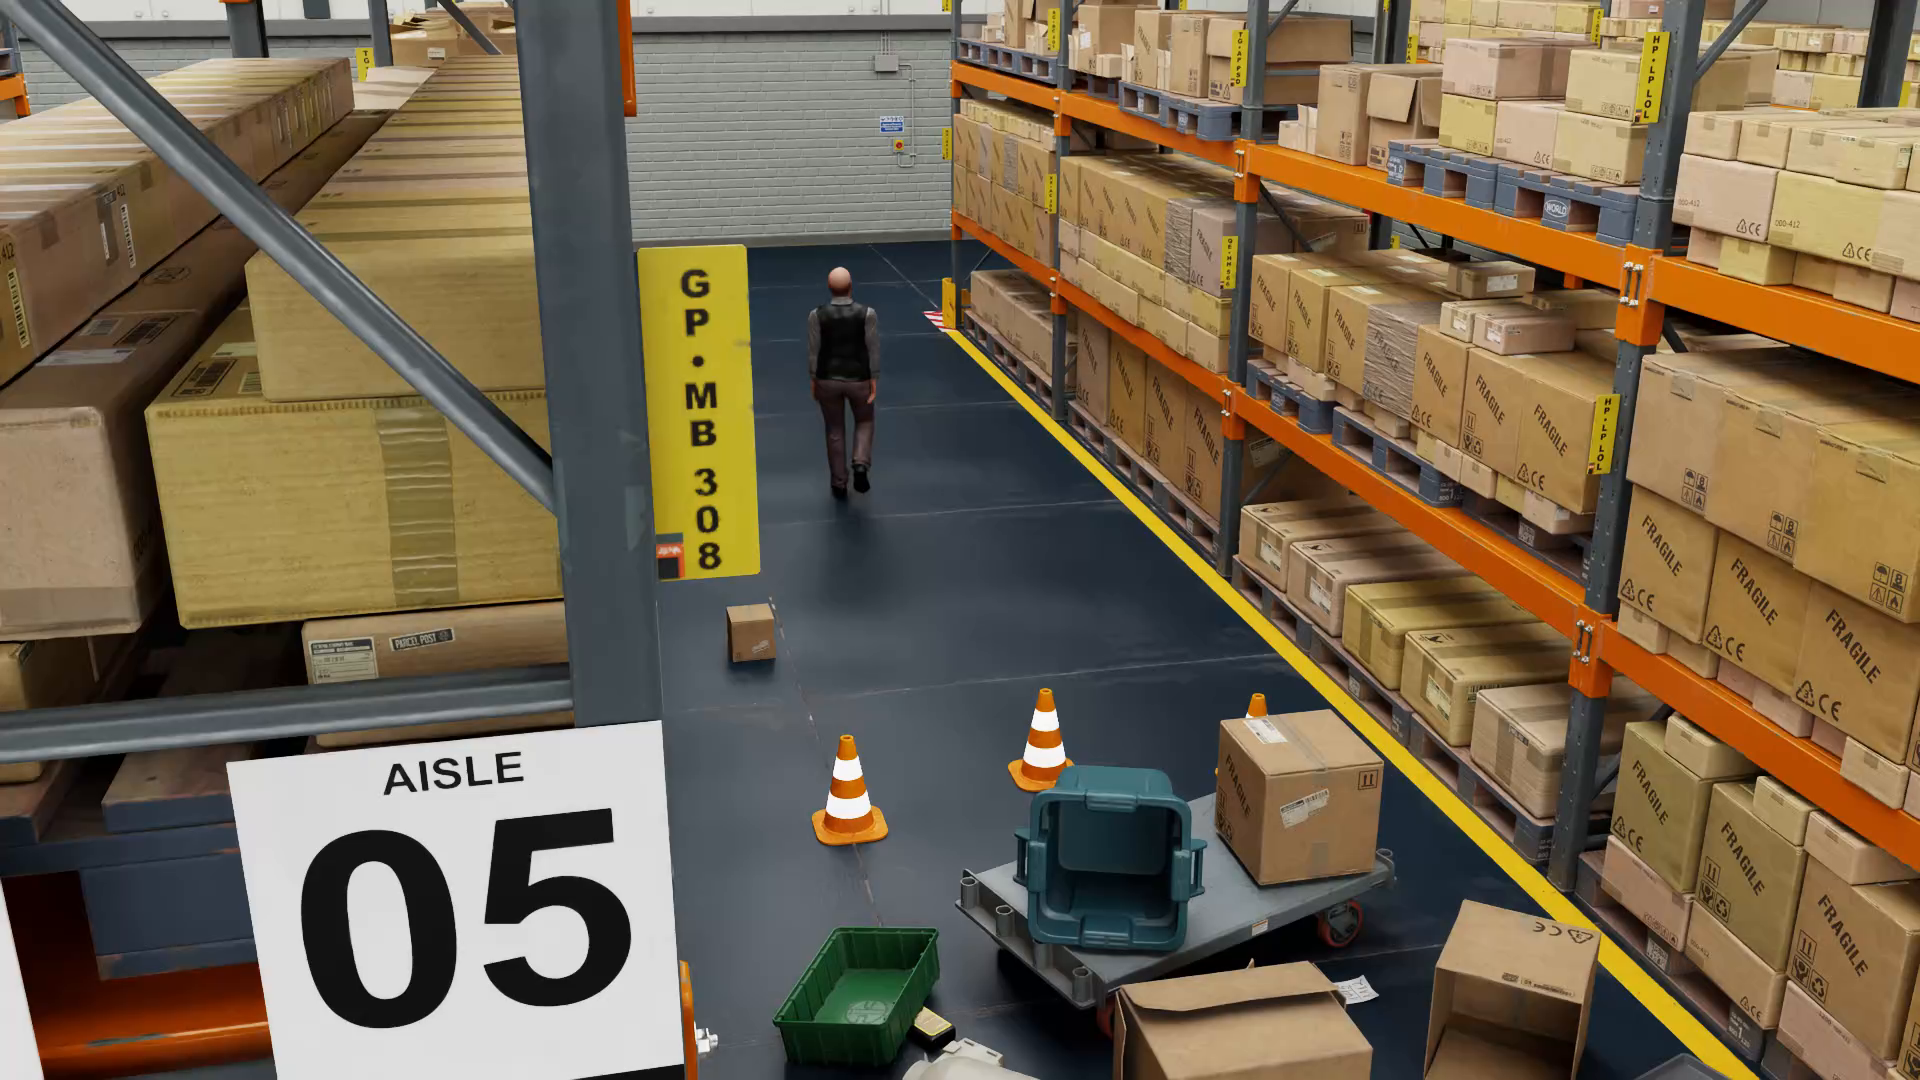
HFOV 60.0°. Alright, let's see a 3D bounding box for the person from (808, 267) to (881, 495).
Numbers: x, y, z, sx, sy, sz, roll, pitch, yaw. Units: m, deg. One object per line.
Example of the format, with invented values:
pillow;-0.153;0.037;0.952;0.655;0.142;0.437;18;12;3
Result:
person;-0.857;-1.177;12.366;0.537;1.712;0.483;-2;20;-4
